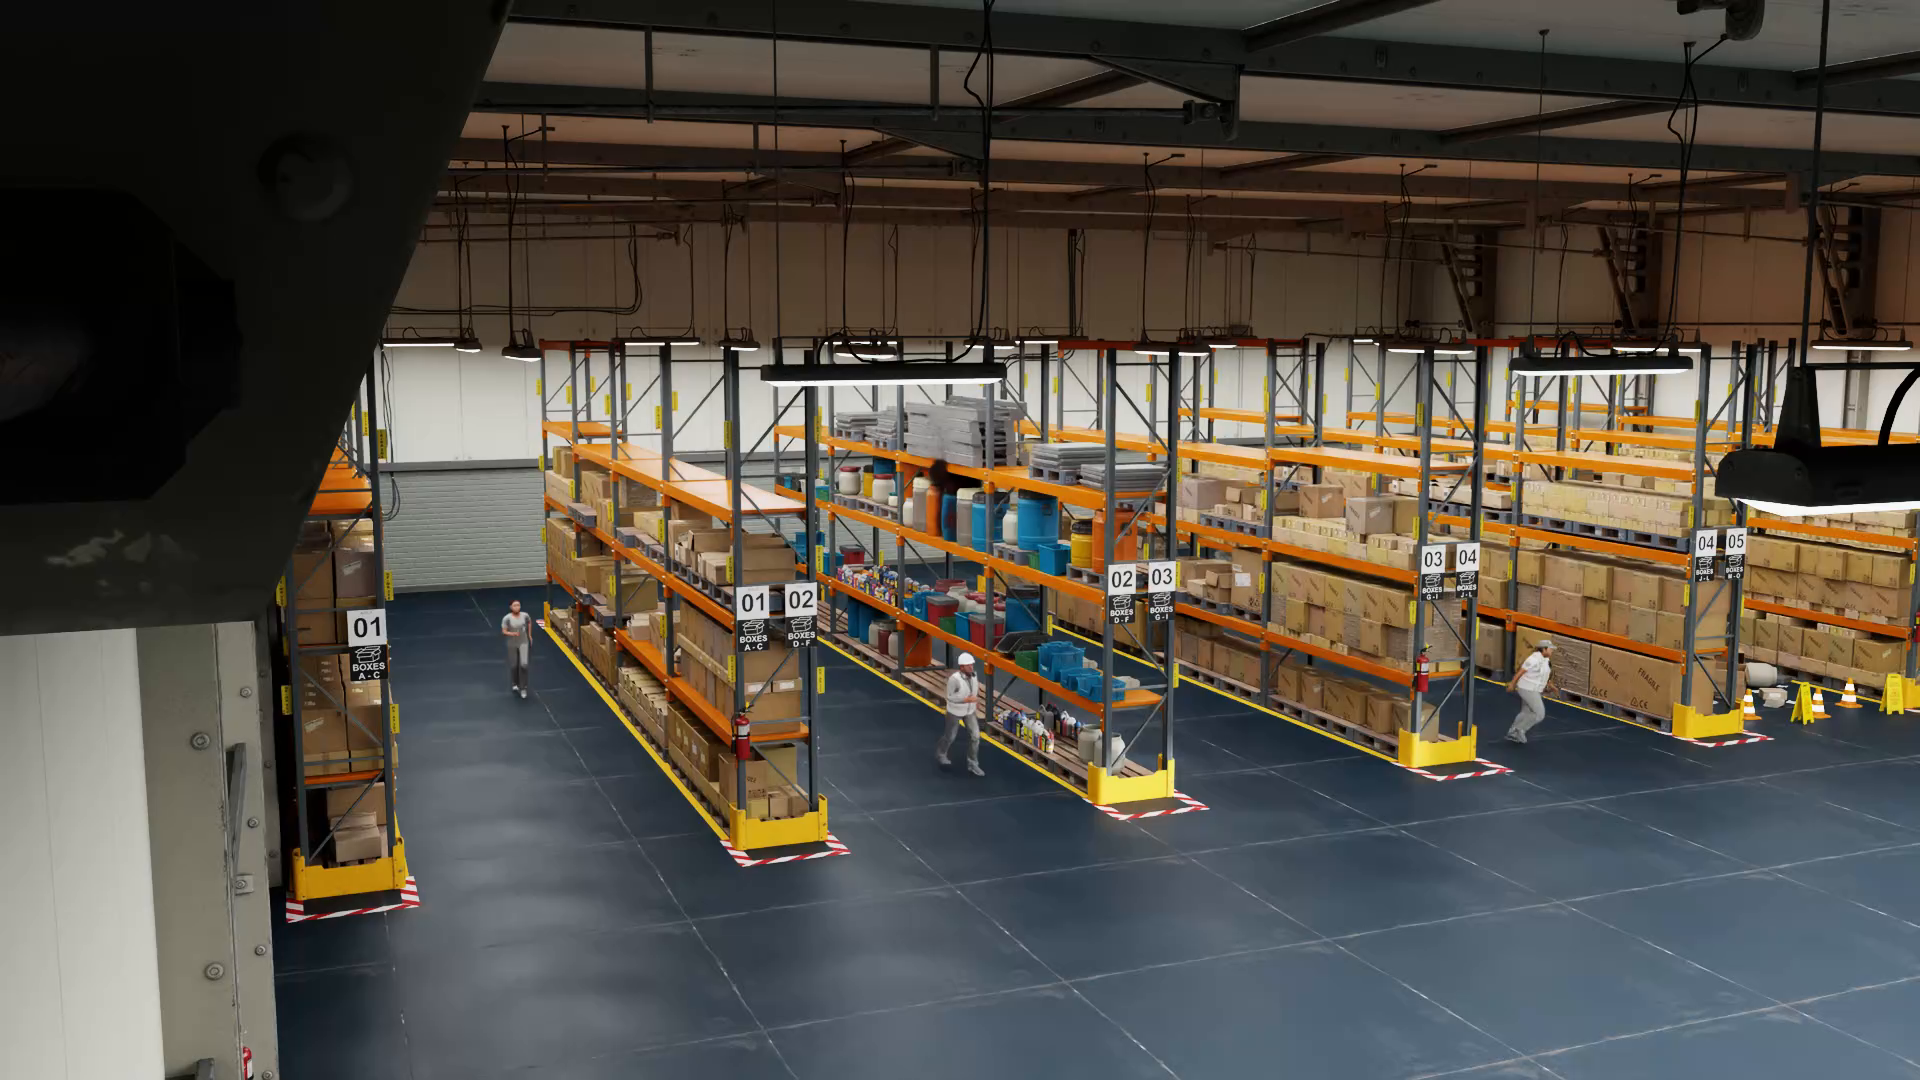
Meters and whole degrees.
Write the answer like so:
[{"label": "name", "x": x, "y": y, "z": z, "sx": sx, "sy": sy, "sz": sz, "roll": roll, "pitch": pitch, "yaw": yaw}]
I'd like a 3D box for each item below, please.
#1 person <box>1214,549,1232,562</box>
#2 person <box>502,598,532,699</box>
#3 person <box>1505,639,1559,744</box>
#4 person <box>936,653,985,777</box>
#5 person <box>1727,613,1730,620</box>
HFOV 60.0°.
[{"label": "person", "x": 6.619, "y": 0.150, "z": 41.389, "sx": 0.955, "sy": 1.767, "sz": 0.683, "roll": 0, "pitch": 7, "yaw": 2}, {"label": "person", "x": -7.529, "y": 1.832, "z": 28.300, "sx": 0.511, "sy": 1.713, "sz": 0.818, "roll": -3, "pitch": 8, "yaw": -19}, {"label": "person", "x": 8.650, "y": 2.278, "z": 25.105, "sx": 0.707, "sy": 1.604, "sz": 0.594, "roll": 5, "pitch": 9, "yaw": 34}, {"label": "person", "x": 0.002, "y": 2.422, "z": 23.471, "sx": 0.659, "sy": 1.746, "sz": 0.974, "roll": -5, "pitch": 9, "yaw": -34}, {"label": "person", "x": 15.837, "y": 0.915, "z": 35.075, "sx": 0.628, "sy": 1.718, "sz": 0.970, "roll": -5, "pitch": 9, "yaw": -33}]
